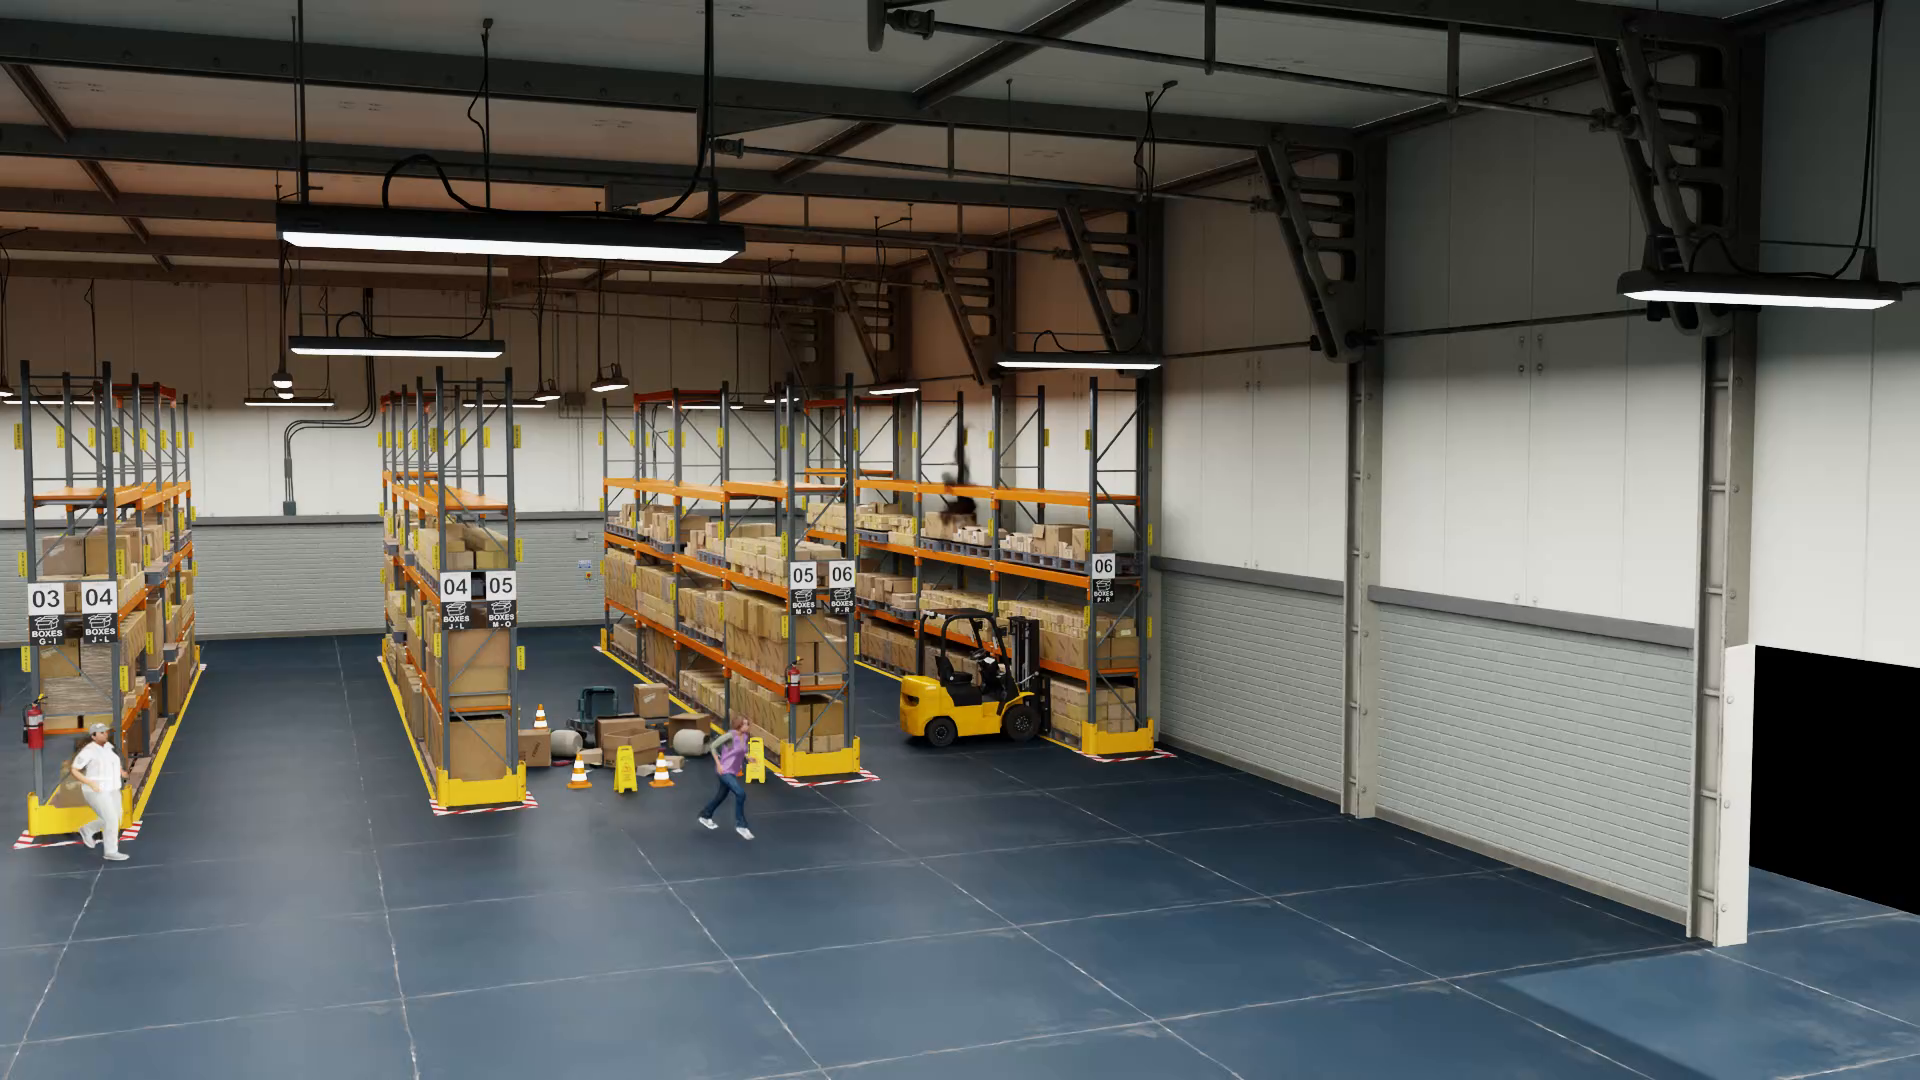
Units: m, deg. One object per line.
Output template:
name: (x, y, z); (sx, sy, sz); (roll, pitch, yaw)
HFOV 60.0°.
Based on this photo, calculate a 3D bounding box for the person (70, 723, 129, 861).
person: (-10.282, 2.994, 19.861); (0.766, 1.632, 0.618); (1, 4, 12)

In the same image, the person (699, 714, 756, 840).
person: (-2.960, 3.018, 20.978); (0.864, 1.468, 0.529); (2, 4, 25)
